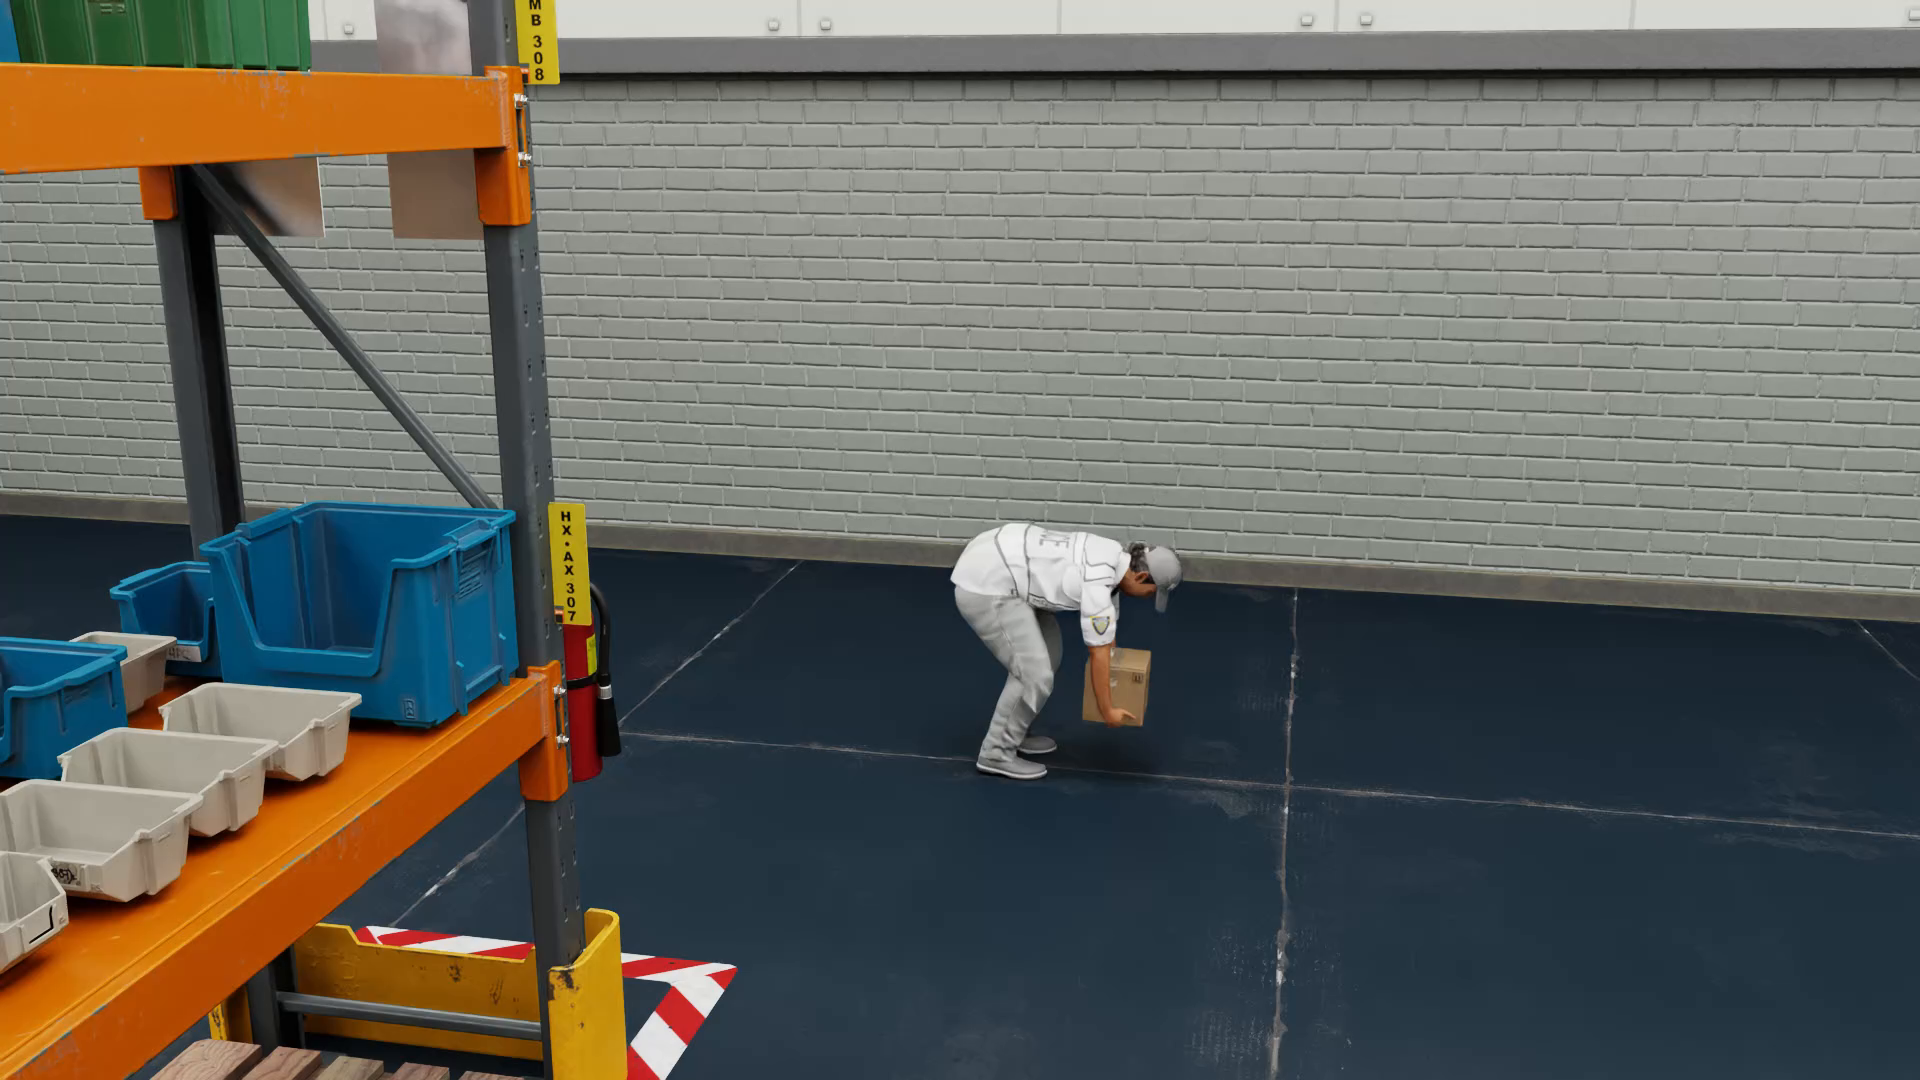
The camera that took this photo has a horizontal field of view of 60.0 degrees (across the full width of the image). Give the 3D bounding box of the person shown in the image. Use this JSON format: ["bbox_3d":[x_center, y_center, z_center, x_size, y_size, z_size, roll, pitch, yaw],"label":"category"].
[{"bbox_3d":[0.440,0.459,6.988,0.952,1.048,0.482,2,15,9],"label":"person"}]
